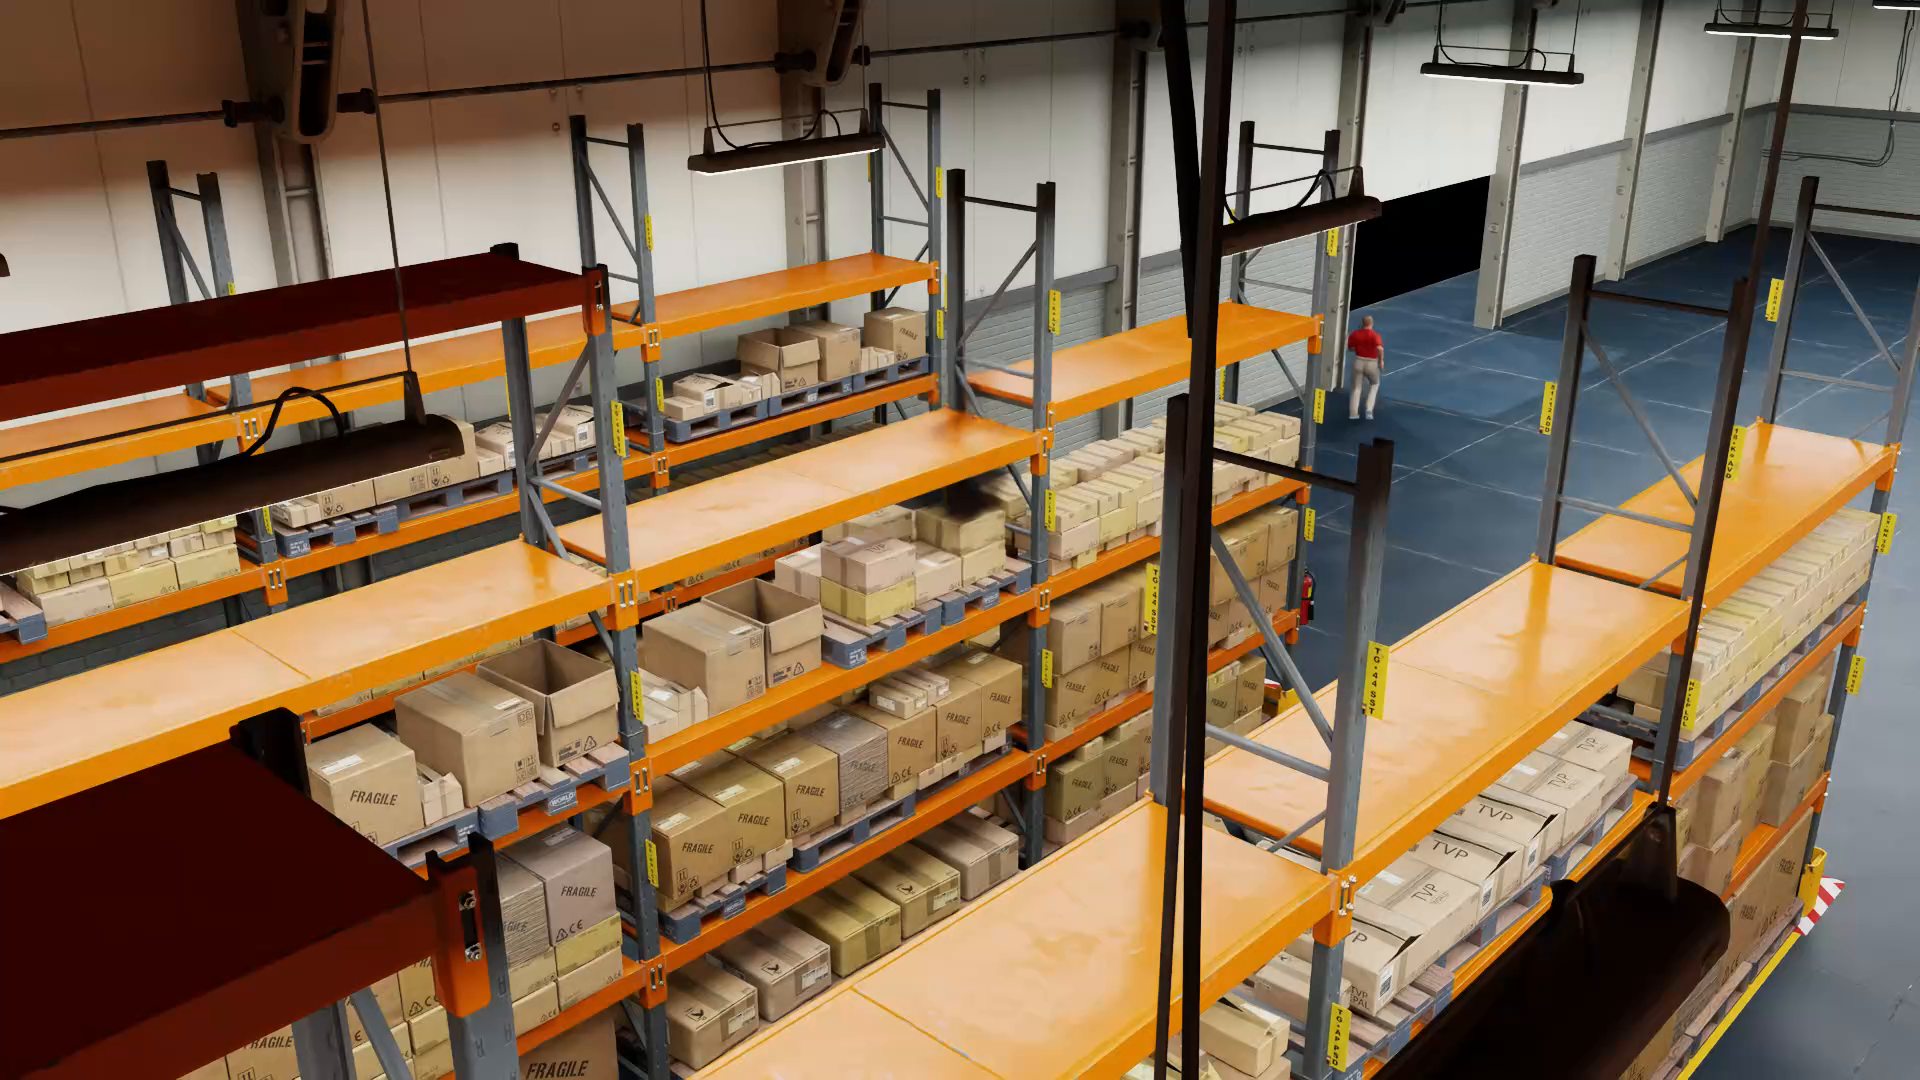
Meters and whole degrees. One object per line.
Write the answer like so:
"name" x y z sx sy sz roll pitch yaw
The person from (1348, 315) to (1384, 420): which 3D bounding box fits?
"person" 6.527 -2.751 26.771 0.633 1.778 0.743 10 23 24
